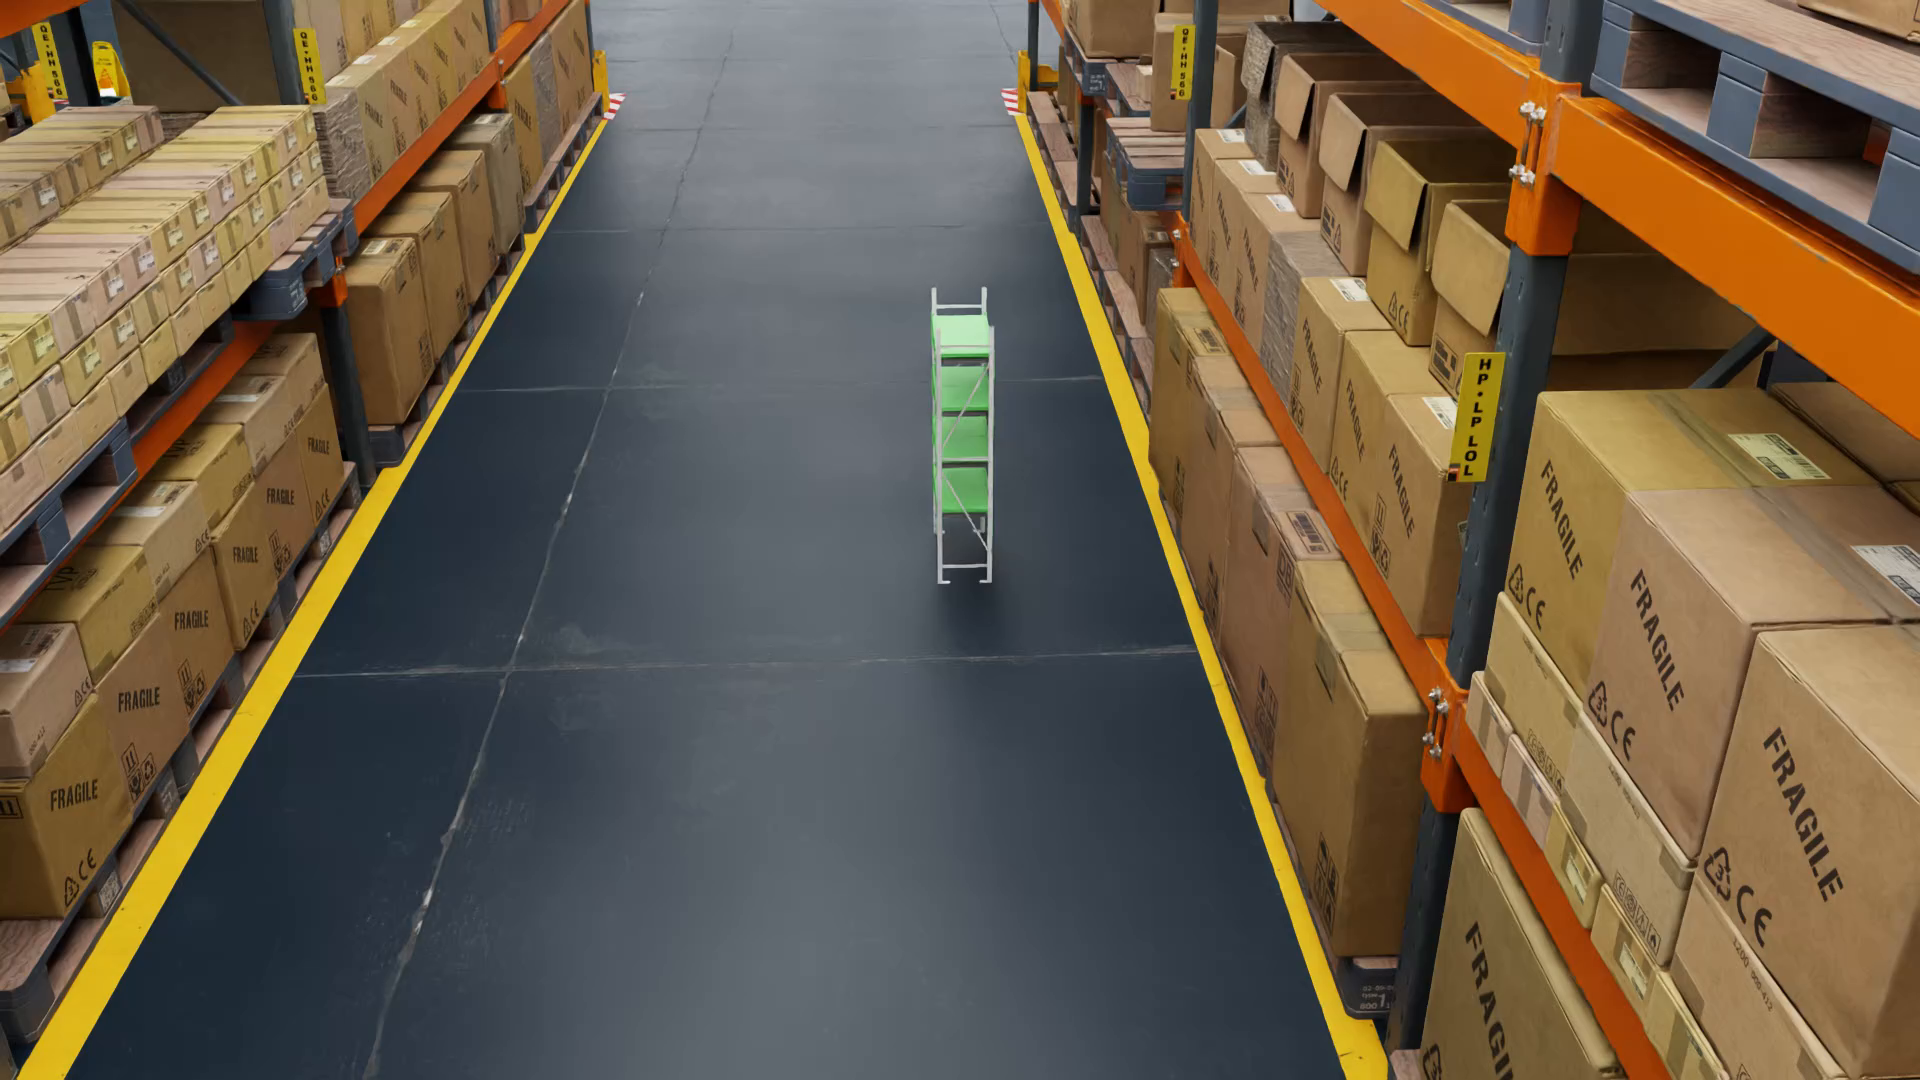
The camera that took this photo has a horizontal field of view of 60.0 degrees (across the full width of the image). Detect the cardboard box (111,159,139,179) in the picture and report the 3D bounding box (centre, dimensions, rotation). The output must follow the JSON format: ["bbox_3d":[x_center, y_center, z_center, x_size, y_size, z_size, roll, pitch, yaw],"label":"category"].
[{"bbox_3d":[-3.577,-1.451,6.784,0.380,0.149,0.250,0,28,0],"label":"cardboard box"}]

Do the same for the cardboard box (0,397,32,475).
[{"bbox_3d":[-2.786,-0.270,4.519,0.380,0.149,0.250,-2,28,-4],"label":"cardboard box"}]

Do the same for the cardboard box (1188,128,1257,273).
[{"bbox_3d":[1.294,-1.484,7.243,0.500,0.500,0.500,-1,28,-1],"label":"cardboard box"}]

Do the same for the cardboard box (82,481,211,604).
[{"bbox_3d":[-3.036,0.010,5.925,0.500,0.250,0.500,0,28,-1],"label":"cardboard box"}]

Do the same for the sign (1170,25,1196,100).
[{"bbox_3d":[0.999,-2.131,7.426,0.100,0.325,0.005,-1,28,-3],"label":"sign"}]

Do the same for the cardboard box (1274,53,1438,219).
[{"bbox_3d":[1.594,-1.521,6.229,0.797,0.503,0.637,-1,28,-1],"label":"cardboard box"}]

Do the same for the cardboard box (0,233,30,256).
[{"bbox_3d":[-3.525,-0.981,5.884,0.380,0.149,0.250,-2,28,-3],"label":"cardboard box"}]

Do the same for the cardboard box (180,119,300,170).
[{"bbox_3d":[-2.924,-1.605,6.757,0.380,0.149,0.250,-2,28,-3],"label":"cardboard box"}]

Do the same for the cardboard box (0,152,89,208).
[{"bbox_3d":[-3.549,-1.358,6.285,0.380,0.149,0.250,-3,28,-5],"label":"cardboard box"}]

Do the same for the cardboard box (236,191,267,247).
[{"bbox_3d":[-2.893,-1.227,6.354,0.380,0.149,0.250,-1,28,-3],"label":"cardboard box"}]

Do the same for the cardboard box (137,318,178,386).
[{"bbox_3d":[-2.844,-0.621,5.514,0.380,0.149,0.250,-2,28,-4],"label":"cardboard box"}]

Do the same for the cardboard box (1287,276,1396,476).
[{"bbox_3d":[1.399,-0.547,5.447,0.500,0.500,0.500,-2,28,-3],"label":"cardboard box"}]

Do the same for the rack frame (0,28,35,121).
[{"bbox_3d":[-8.774,-5.126,14.334,1.000,3.000,0.127,-1,28,-3],"label":"rack frame"}]

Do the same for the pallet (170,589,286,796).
[{"bbox_3d":[-3.318,0.562,6.444,1.003,0.211,1.213,-1,28,-3],"label":"pallet"}]

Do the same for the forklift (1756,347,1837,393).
[{"bbox_3d":[3.993,-1.907,8.236,3.031,2.935,1.130,-9,29,-16],"label":"forklift"}]

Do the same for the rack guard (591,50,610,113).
[{"bbox_3d":[-3.837,-4.195,15.252,1.175,0.500,0.348,-1,28,-3],"label":"rack guard"}]

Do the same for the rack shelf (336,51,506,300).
[{"bbox_3d":[-3.522,-2.202,9.506,1.077,0.370,4.000,-1,28,-3],"label":"rack shelf"}]

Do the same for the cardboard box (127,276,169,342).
[{"bbox_3d":[-2.844,-0.756,5.451,0.380,0.149,0.250,-2,28,-4],"label":"cardboard box"}]

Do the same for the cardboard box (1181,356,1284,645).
[{"bbox_3d":[1.595,-0.184,6.702,1.225,0.875,0.875,-1,28,-2],"label":"cardboard box"}]

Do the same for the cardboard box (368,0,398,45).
[{"bbox_3d":[-3.515,-2.999,9.067,0.700,0.500,0.500,-2,28,-3],"label":"cardboard box"}]

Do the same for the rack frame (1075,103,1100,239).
[{"bbox_3d":[1.332,-3.518,11.251,1.000,3.000,0.127,-1,28,-3],"label":"rack frame"}]

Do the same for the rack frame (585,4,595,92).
[{"bbox_3d":[-3.836,-5.292,14.653,1.000,3.000,0.127,-1,28,-3],"label":"rack frame"}]

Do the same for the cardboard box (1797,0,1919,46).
[{"bbox_3d":[1.850,-1.068,2.640,0.700,0.500,0.500,-3,28,-6],"label":"cardboard box"}]

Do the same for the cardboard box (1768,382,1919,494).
[{"bbox_3d":[2.040,-0.015,3.565,0.500,0.500,0.500,-1,28,-1],"label":"cardboard box"}]

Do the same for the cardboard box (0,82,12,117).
[{"bbox_3d":[-8.462,-3.715,14.148,0.500,0.250,0.500,-2,28,-3],"label":"cardboard box"}]

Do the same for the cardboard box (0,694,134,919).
[{"bbox_3d":[-2.983,0.824,5.175,0.500,0.500,0.500,0,28,-1],"label":"cardboard box"}]

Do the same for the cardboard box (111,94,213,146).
[{"bbox_3d":[-3.710,-1.843,7.932,0.500,0.500,0.500,-1,28,-3],"label":"cardboard box"}]

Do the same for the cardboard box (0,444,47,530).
[{"bbox_3d":[-2.791,-0.146,4.604,0.380,0.149,0.250,-1,28,-2],"label":"cardboard box"}]

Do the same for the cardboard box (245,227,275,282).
[{"bbox_3d":[-2.899,-1.107,6.446,0.380,0.149,0.250,-2,28,-3],"label":"cardboard box"}]

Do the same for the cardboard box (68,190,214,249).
[{"bbox_3d":[-2.869,-1.124,5.835,0.380,0.149,0.250,0,28,0],"label":"cardboard box"}]

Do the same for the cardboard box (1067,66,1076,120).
[{"bbox_3d":[1.204,-3.879,14.192,0.500,0.500,0.500,6,28,11],"label":"cardboard box"}]

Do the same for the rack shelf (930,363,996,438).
[{"bbox_3d":[0.009,-0.612,7.245,0.258,0.148,0.480,-1,28,-3],"label":"rack shelf"}]

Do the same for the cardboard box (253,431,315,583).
[{"bbox_3d":[-3.099,-0.138,7.020,0.500,0.500,0.500,0,28,-1],"label":"cardboard box"}]

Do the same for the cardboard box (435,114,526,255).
[{"bbox_3d":[-3.505,-2.349,10.989,1.050,0.750,0.750,-2,28,-3],"label":"cardboard box"}]

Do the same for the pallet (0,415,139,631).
[{"bbox_3d":[-3.104,-0.022,4.755,1.003,0.211,1.213,-1,28,-3],"label":"pallet"}]

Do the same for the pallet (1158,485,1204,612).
[{"bbox_3d":[1.506,-0.068,7.653,1.003,0.211,1.213,-1,28,-3],"label":"pallet"}]

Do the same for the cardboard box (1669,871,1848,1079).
[{"bbox_3d":[1.566,0.804,2.806,0.500,0.250,0.500,-1,28,-1],"label":"cardboard box"}]

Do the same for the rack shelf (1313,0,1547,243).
[{"bbox_3d":[1.645,-1.758,5.411,1.077,0.370,4.000,-1,28,-3],"label":"rack shelf"}]

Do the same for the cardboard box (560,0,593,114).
[{"bbox_3d":[-3.734,-4.224,14.449,0.875,0.875,0.875,-1,28,-2],"label":"cardboard box"}]

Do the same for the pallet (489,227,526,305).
[{"bbox_3d":[-3.511,-1.854,11.076,1.003,0.211,1.213,-1,28,-3],"label":"pallet"}]

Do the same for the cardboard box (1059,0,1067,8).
[{"bbox_3d":[0.963,-4.192,12.815,0.380,0.149,0.250,-1,28,-3],"label":"cardboard box"}]

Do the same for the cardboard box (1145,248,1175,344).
[{"bbox_3d":[1.444,-1.322,9.268,0.700,0.500,0.500,-4,28,-7],"label":"cardboard box"}]

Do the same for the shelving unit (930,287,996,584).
[{"bbox_3d":[0.009,-0.456,7.326,0.258,1.200,0.503,-1,28,-3],"label":"shelving unit"}]

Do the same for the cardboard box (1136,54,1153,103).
[{"bbox_3d":[1.184,-2.561,9.107,0.396,0.266,0.258,-2,28,-4],"label":"cardboard box"}]

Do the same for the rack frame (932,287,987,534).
[{"bbox_3d":[-0.004,-0.568,7.542,0.240,1.200,0.015,-1,28,-3],"label":"rack frame"}]

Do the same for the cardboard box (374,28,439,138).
[{"bbox_3d":[-3.251,-2.553,9.294,0.500,0.500,0.500,-2,28,-3],"label":"cardboard box"}]

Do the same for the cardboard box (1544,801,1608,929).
[{"bbox_3d":[1.461,0.676,3.482,0.380,0.149,0.250,-1,28,-1],"label":"cardboard box"}]

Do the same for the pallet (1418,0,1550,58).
[{"bbox_3d":[1.652,-1.491,4.328,0.805,0.209,1.217,-2,28,-5],"label":"pallet"}]

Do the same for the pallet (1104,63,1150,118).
[{"bbox_3d":[1.396,-2.499,9.504,1.003,0.211,1.213,-1,28,-3],"label":"pallet"}]

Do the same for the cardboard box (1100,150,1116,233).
[{"bbox_3d":[1.342,-2.320,11.183,0.700,0.500,0.500,-3,28,-7],"label":"cardboard box"}]

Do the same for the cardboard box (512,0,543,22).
[{"bbox_3d":[-3.620,-4.187,12.372,0.875,0.550,0.550,-1,28,-3],"label":"cardboard box"}]

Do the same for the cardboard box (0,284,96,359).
[{"bbox_3d":[-2.812,-0.644,4.916,0.380,0.149,0.250,-2,28,-3],"label":"cardboard box"}]

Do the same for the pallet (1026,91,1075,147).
[{"bbox_3d":[1.134,-3.717,14.649,1.003,0.211,1.213,-1,28,-3],"label":"pallet"}]
